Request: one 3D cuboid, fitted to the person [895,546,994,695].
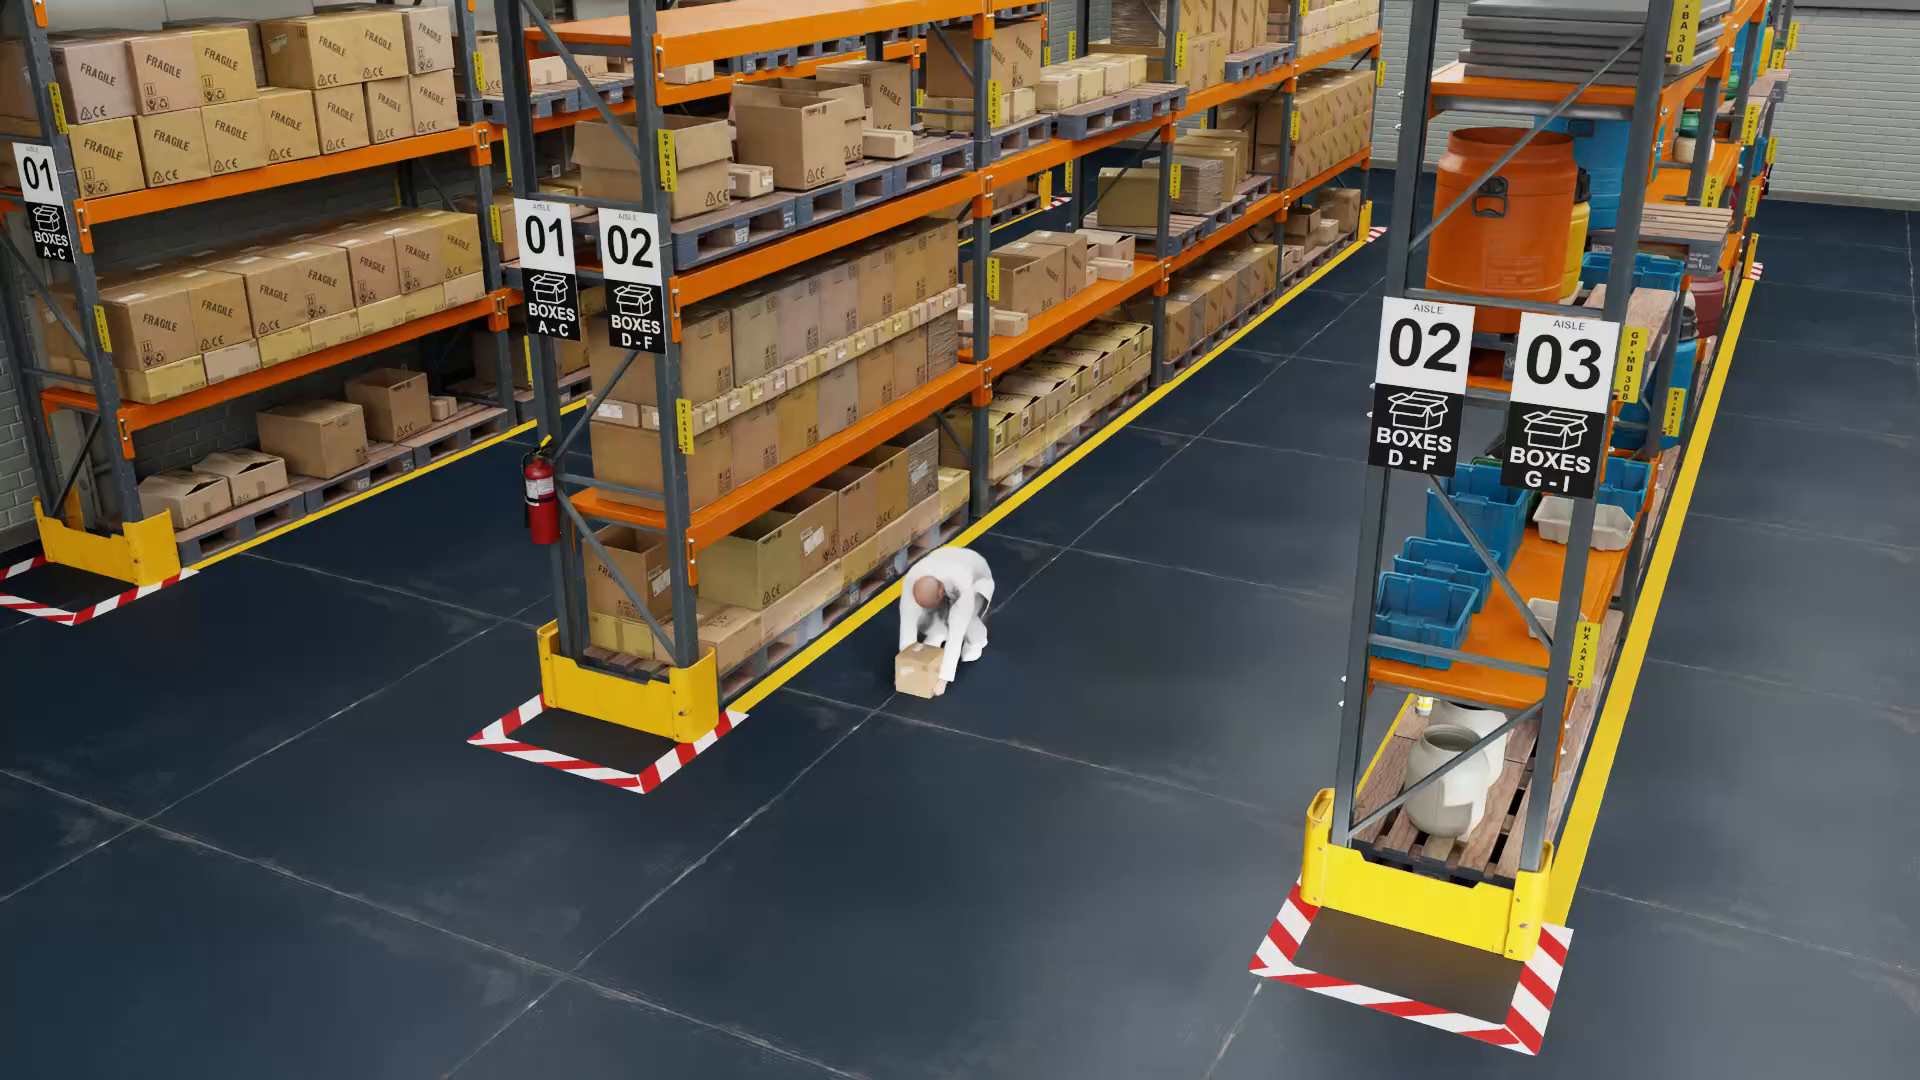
[{"bbox_3d":[-0.122,0.478,11.009,0.577,0.796,1.021,10,25,24],"label":"person"}]
